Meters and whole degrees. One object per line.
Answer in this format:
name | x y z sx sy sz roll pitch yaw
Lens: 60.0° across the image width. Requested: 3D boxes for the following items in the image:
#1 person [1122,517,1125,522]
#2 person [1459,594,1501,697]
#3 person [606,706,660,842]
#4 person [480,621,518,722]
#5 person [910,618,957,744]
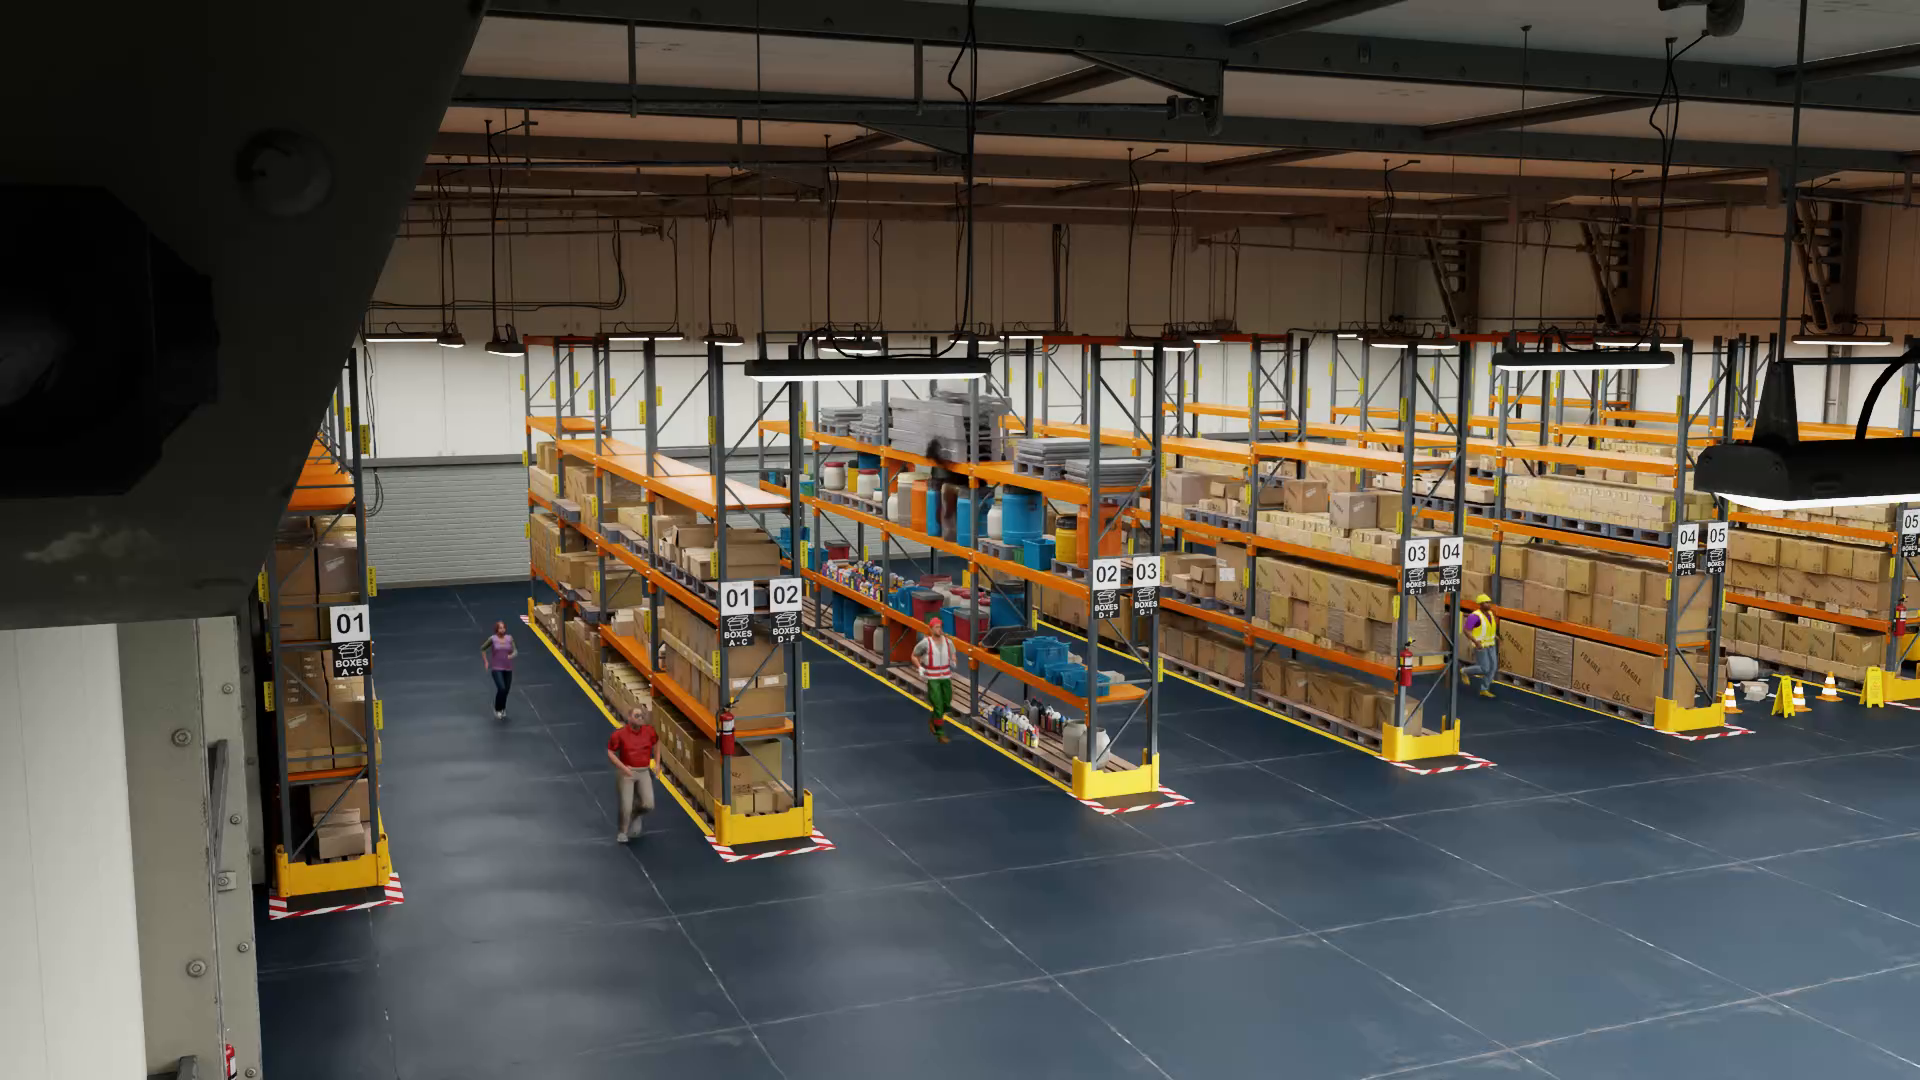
person | 3.730 0.292 39.576 0.637 1.708 0.678 -1 8 -8
person | 8.779 1.764 28.013 0.701 1.726 0.661 -5 9 -33
person | -3.906 2.831 20.112 0.708 1.654 0.542 -4 9 -28
person | -7.222 2.064 26.187 0.505 1.597 0.667 -5 9 -35
person | -0.325 1.998 23.880 0.668 1.773 0.798 -4 9 -27
